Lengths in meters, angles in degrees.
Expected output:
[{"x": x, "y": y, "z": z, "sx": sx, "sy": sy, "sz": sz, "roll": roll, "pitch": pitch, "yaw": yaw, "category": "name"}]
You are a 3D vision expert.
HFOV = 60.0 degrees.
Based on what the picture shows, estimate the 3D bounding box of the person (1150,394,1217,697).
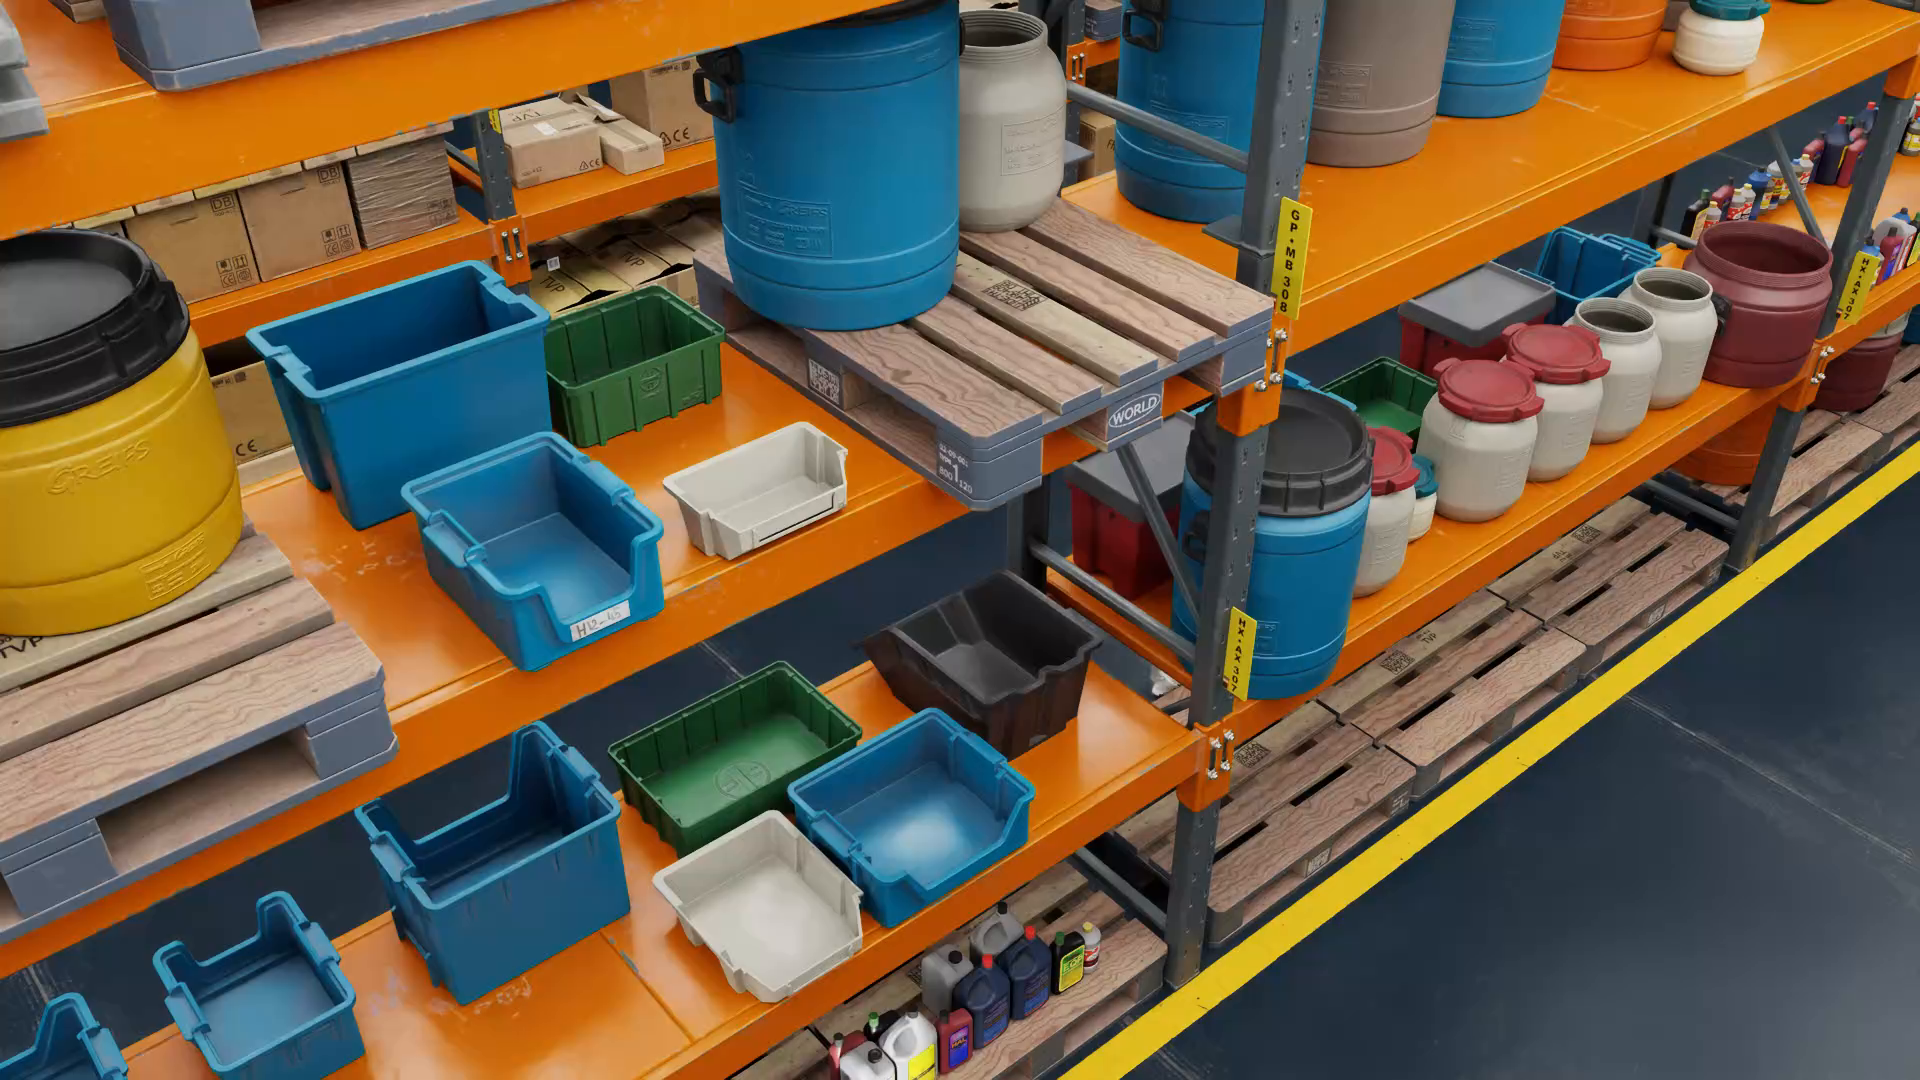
[{"x": 1.009, "y": 0.006, "z": 7.038, "sx": 0.460, "sy": 1.685, "sz": 0.512, "roll": -26, "pitch": 44, "yaw": -31, "category": "person"}]
